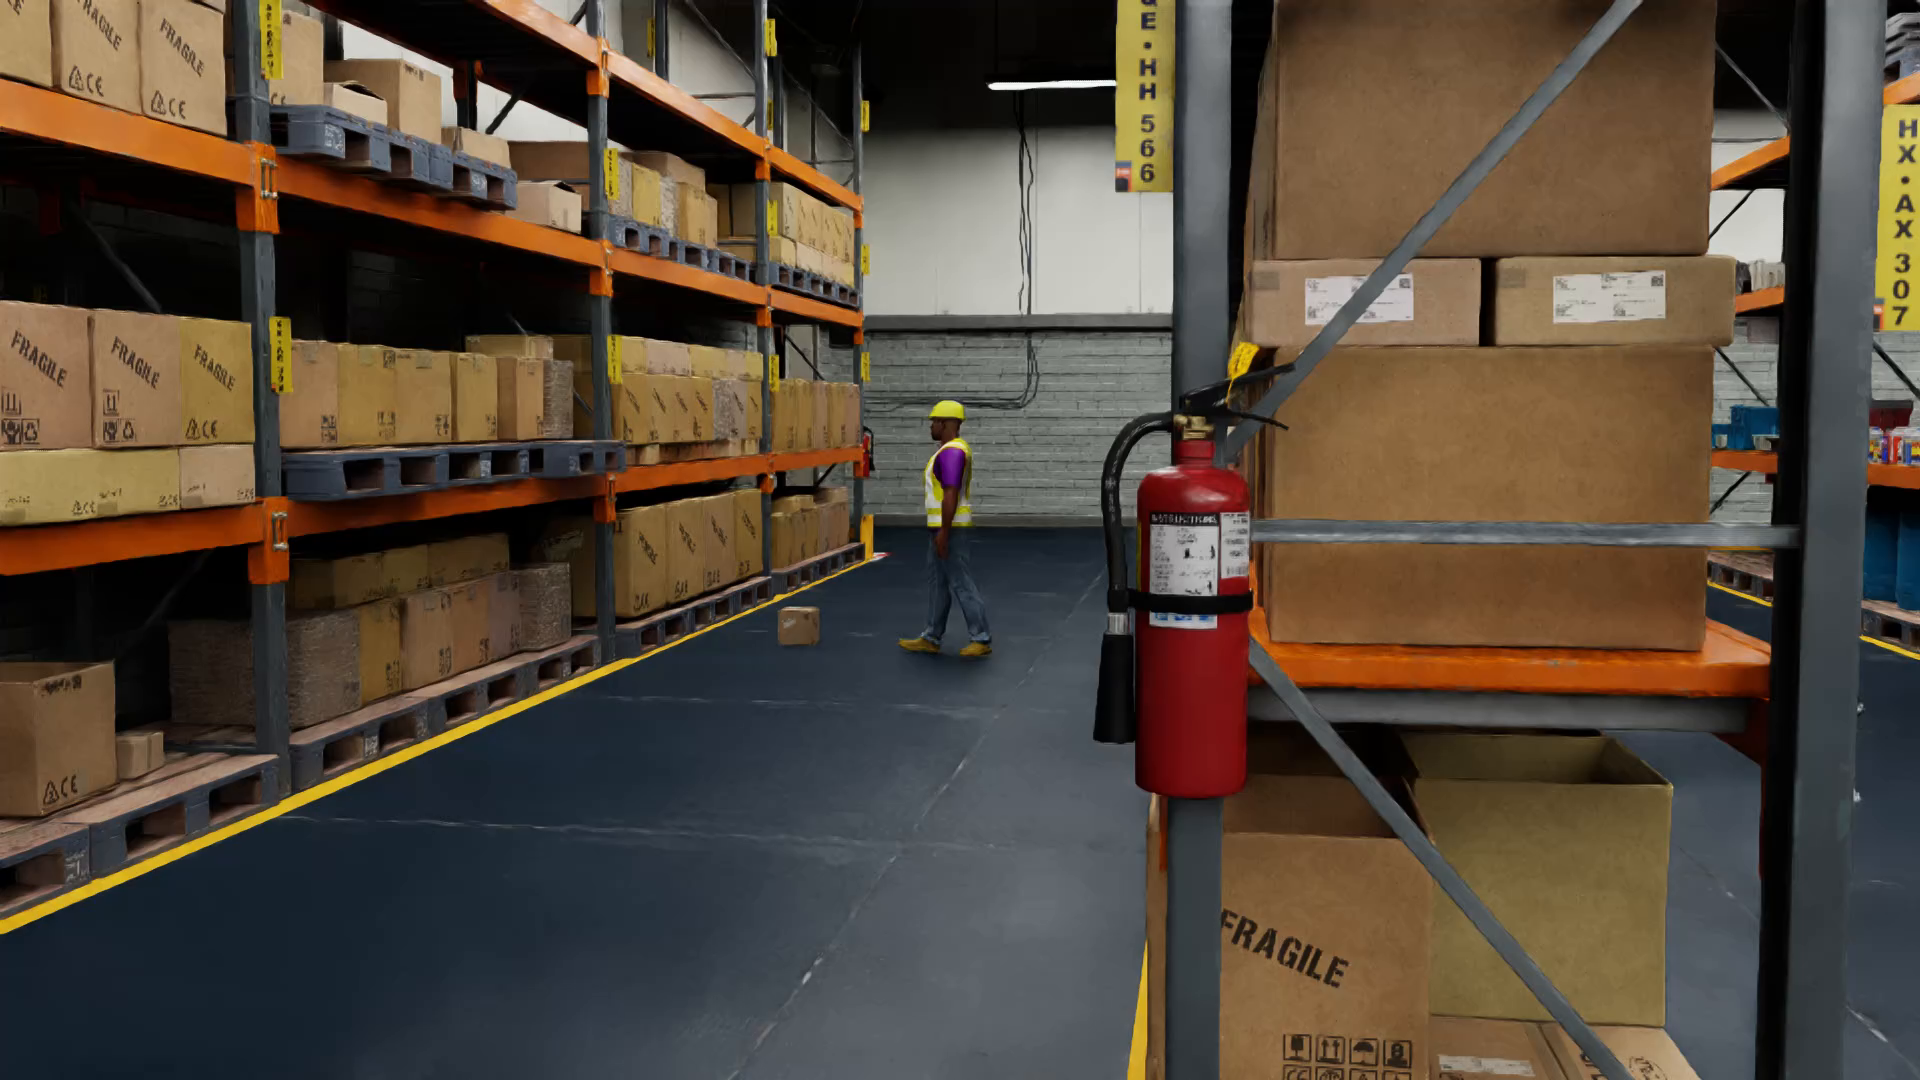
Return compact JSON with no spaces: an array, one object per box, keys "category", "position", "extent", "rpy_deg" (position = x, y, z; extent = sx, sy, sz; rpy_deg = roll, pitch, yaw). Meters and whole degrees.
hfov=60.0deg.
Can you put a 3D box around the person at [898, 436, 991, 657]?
[{"category":"person","position":[7.475,-0.361,5.886],"extent":[15.738,3.191,11.725],"rpy_deg":[0,4,0]}]
